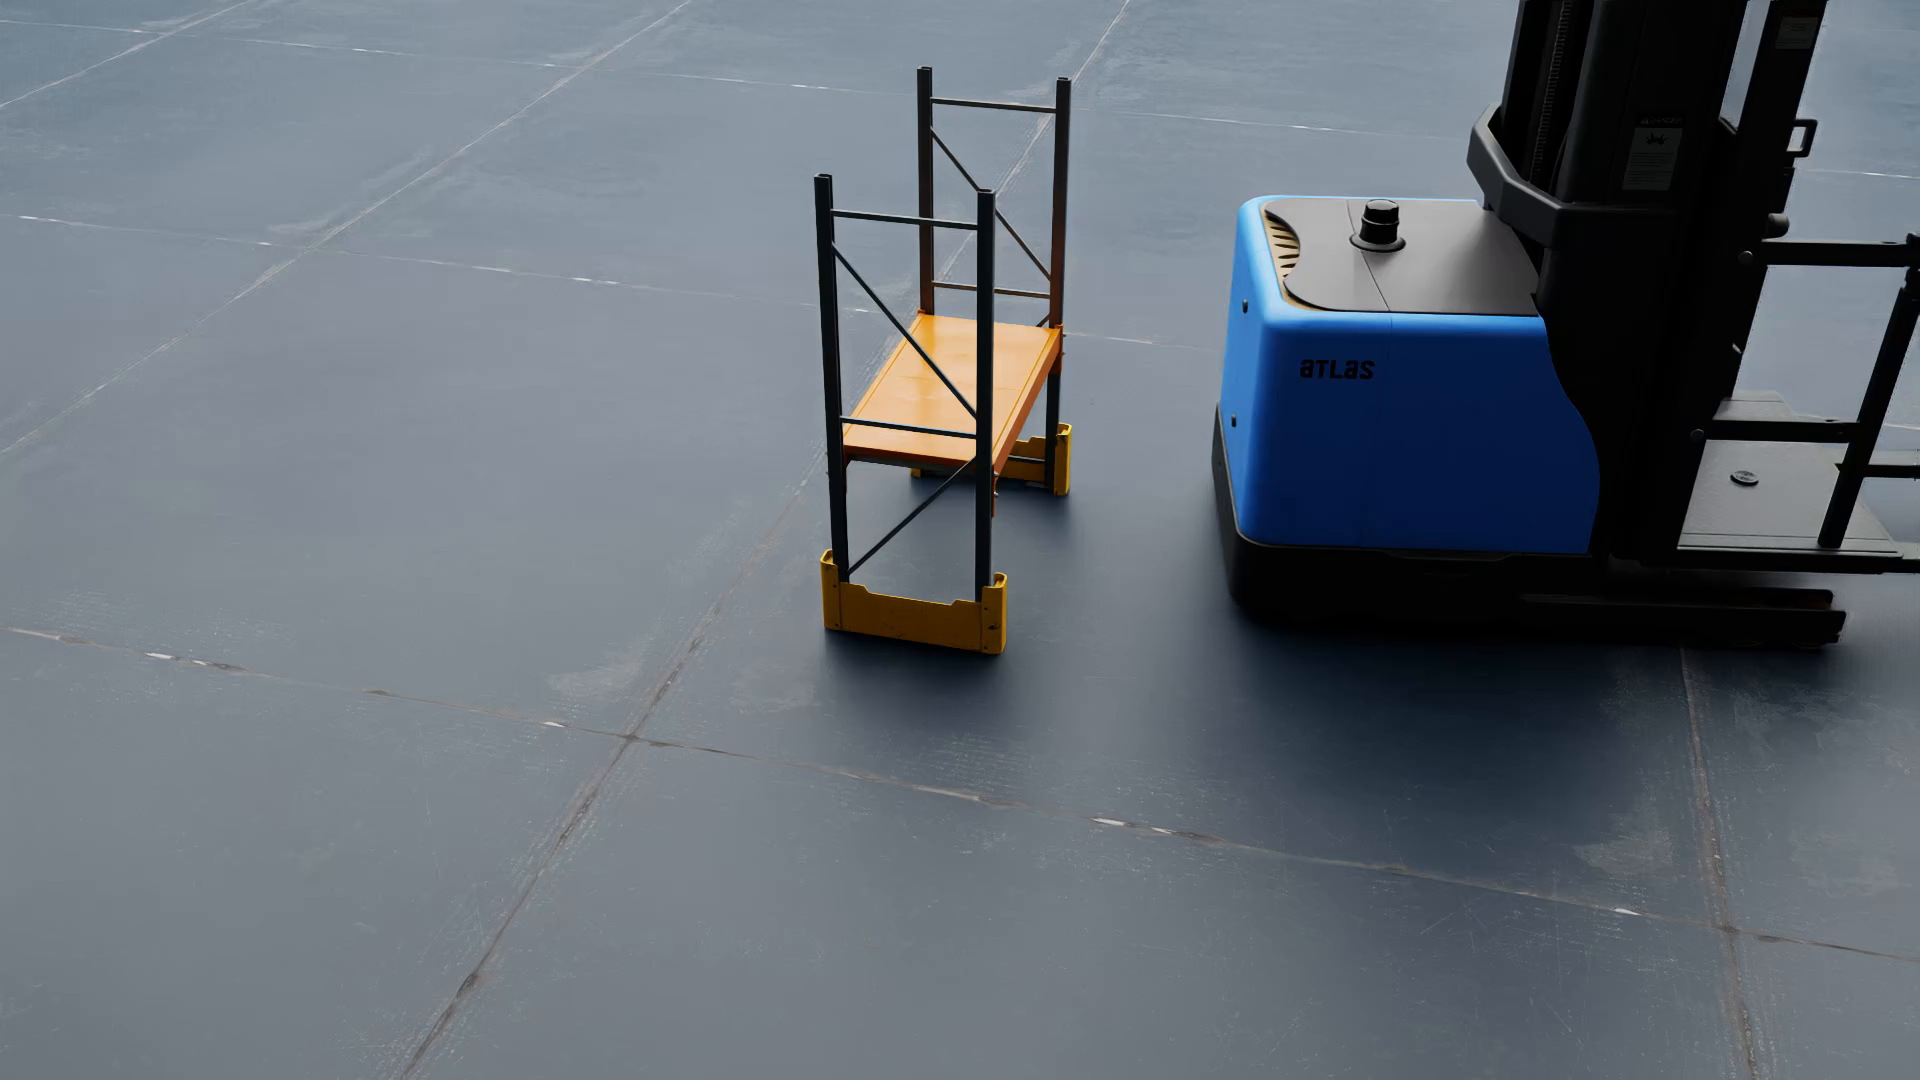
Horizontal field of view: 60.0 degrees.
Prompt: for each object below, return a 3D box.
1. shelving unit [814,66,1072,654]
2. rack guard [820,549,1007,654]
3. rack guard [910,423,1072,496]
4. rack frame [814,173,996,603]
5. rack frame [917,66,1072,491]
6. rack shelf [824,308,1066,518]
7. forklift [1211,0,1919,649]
[{"bbox_3d":[-0.019,-0.593,5.285,0.587,1.500,1.083,8,33,12],"label":"shelving unit"},{"bbox_3d":[-0.146,0.193,5.214,0.587,0.250,0.087,8,33,12],"label":"rack guard"},{"bbox_3d":[0.107,-0.324,6.027,0.587,0.250,0.087,8,33,12],"label":"rack guard"},{"bbox_3d":[-0.151,-0.325,4.863,0.500,1.500,0.032,8,33,12],"label":"rack frame"},{"bbox_3d":[0.107,-0.852,5.693,0.500,1.500,0.032,8,33,12],"label":"rack frame"},{"bbox_3d":[-0.022,-0.437,5.374,0.538,0.185,1.000,8,33,12],"label":"rack shelf"},{"bbox_3d":[2.404,-1.190,4.889,3.031,2.935,1.130,2,32,3],"label":"forklift"}]
